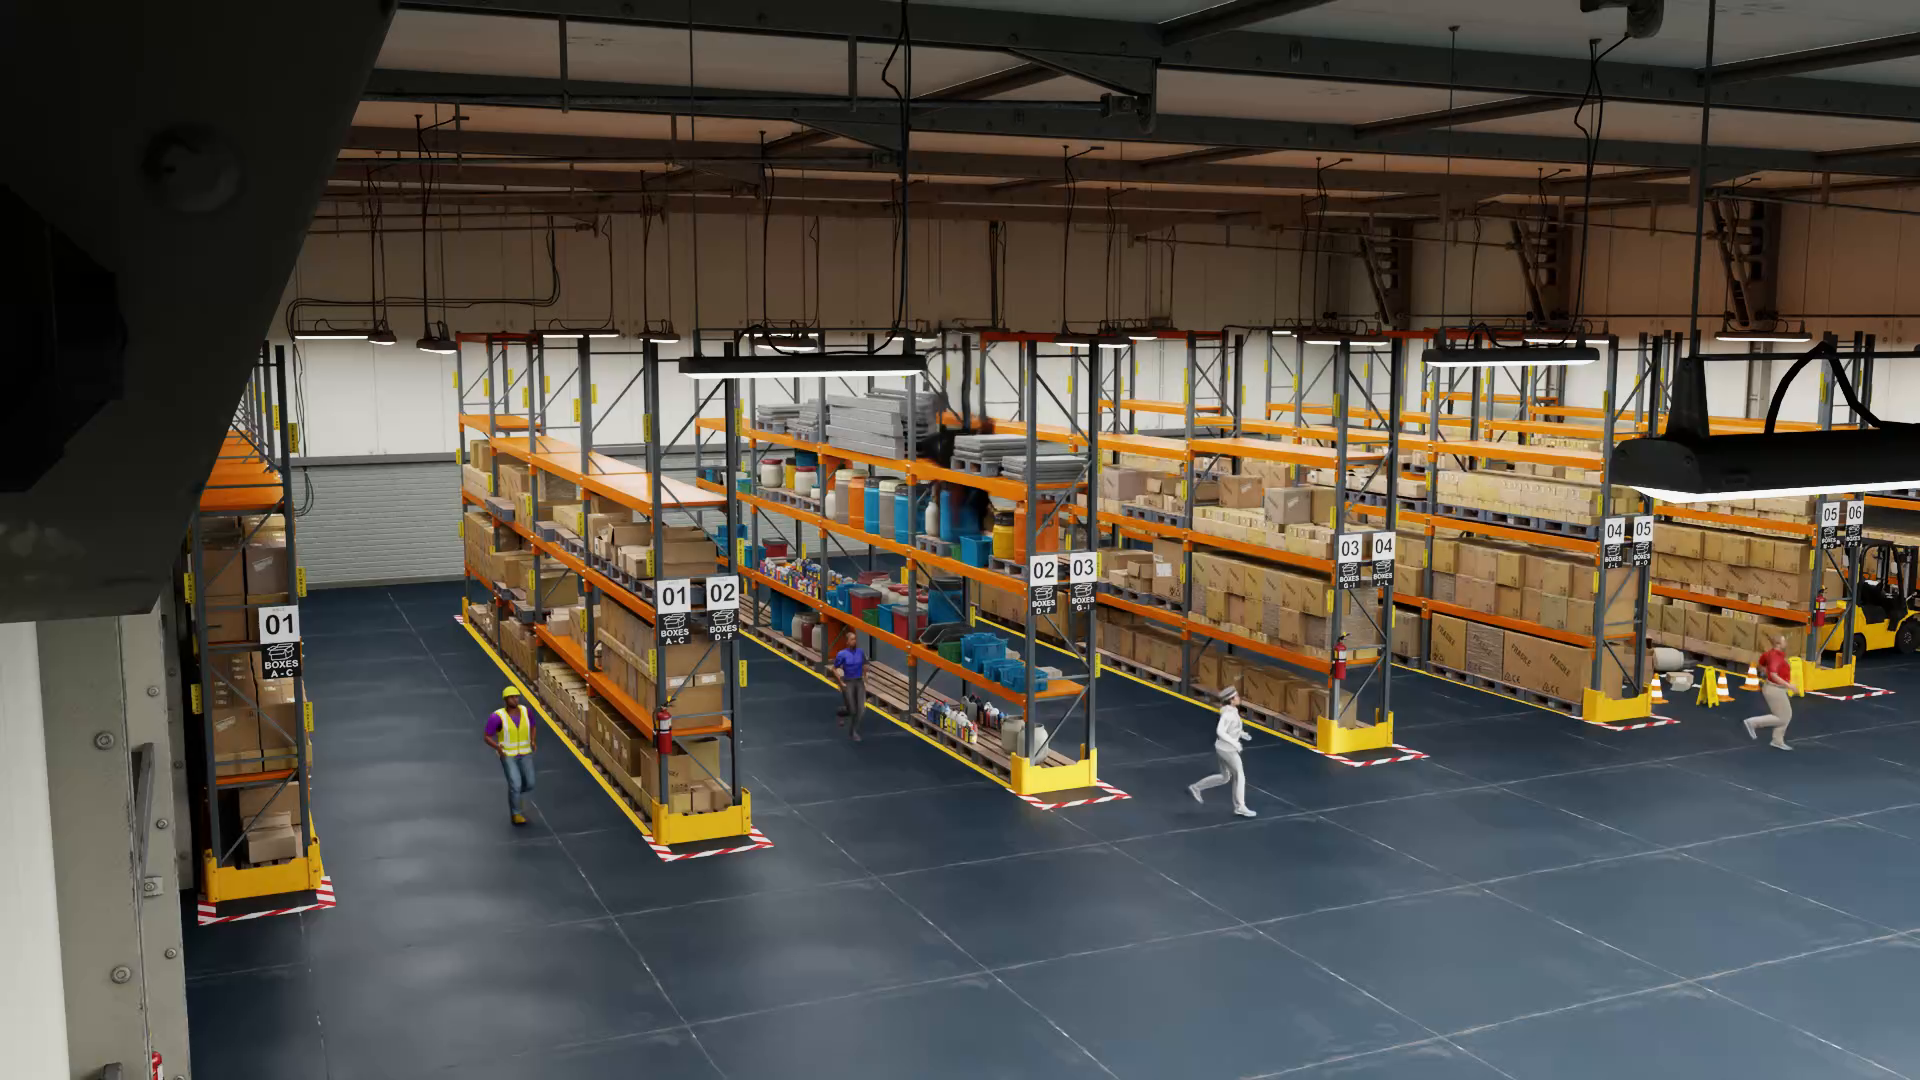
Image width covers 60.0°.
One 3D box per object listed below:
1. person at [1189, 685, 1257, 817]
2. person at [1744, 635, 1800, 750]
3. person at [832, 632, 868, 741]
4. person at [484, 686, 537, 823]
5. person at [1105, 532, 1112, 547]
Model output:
[{"bbox_3d":[3.350,2.673,21.083,0.855,1.694,0.624,0,8,3],"label":"person"},{"bbox_3d":[11.896,2.236,24.403,0.716,1.715,0.671,2,8,15],"label":"person"},{"bbox_3d":[-1.640,2.183,25.033,0.582,1.618,0.578,-5,9,-30],"label":"person"},{"bbox_3d":[-5.601,2.677,20.868,0.697,1.718,0.608,-6,10,-37],"label":"person"},{"bbox_3d":[3.959,-0.057,41.836,0.650,1.562,0.582,2,8,12],"label":"person"}]
